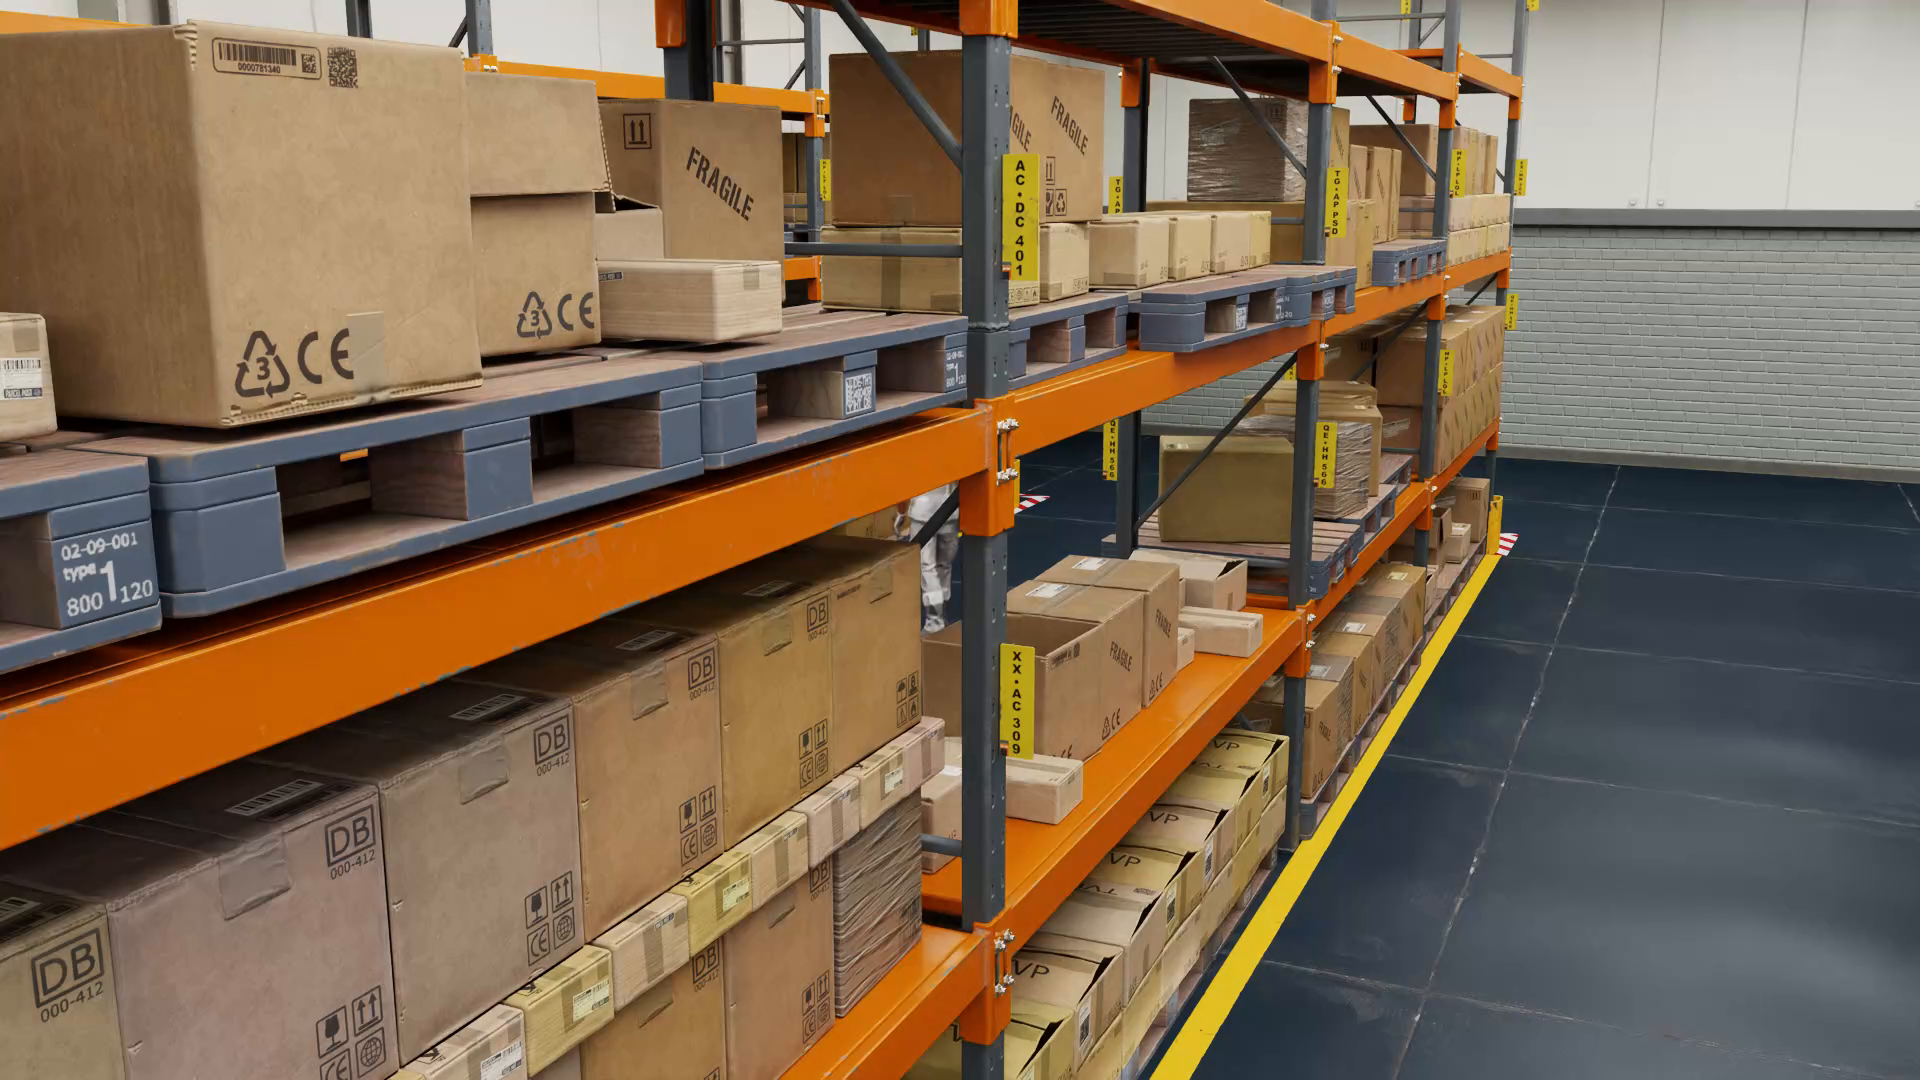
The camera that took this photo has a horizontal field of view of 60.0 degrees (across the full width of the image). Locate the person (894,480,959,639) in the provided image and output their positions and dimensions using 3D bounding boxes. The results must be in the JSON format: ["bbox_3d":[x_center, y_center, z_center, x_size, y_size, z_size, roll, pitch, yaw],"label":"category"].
[{"bbox_3d":[-0.168,-0.141,12.580,0.627,1.779,0.623,-4,13,-17],"label":"person"}]
